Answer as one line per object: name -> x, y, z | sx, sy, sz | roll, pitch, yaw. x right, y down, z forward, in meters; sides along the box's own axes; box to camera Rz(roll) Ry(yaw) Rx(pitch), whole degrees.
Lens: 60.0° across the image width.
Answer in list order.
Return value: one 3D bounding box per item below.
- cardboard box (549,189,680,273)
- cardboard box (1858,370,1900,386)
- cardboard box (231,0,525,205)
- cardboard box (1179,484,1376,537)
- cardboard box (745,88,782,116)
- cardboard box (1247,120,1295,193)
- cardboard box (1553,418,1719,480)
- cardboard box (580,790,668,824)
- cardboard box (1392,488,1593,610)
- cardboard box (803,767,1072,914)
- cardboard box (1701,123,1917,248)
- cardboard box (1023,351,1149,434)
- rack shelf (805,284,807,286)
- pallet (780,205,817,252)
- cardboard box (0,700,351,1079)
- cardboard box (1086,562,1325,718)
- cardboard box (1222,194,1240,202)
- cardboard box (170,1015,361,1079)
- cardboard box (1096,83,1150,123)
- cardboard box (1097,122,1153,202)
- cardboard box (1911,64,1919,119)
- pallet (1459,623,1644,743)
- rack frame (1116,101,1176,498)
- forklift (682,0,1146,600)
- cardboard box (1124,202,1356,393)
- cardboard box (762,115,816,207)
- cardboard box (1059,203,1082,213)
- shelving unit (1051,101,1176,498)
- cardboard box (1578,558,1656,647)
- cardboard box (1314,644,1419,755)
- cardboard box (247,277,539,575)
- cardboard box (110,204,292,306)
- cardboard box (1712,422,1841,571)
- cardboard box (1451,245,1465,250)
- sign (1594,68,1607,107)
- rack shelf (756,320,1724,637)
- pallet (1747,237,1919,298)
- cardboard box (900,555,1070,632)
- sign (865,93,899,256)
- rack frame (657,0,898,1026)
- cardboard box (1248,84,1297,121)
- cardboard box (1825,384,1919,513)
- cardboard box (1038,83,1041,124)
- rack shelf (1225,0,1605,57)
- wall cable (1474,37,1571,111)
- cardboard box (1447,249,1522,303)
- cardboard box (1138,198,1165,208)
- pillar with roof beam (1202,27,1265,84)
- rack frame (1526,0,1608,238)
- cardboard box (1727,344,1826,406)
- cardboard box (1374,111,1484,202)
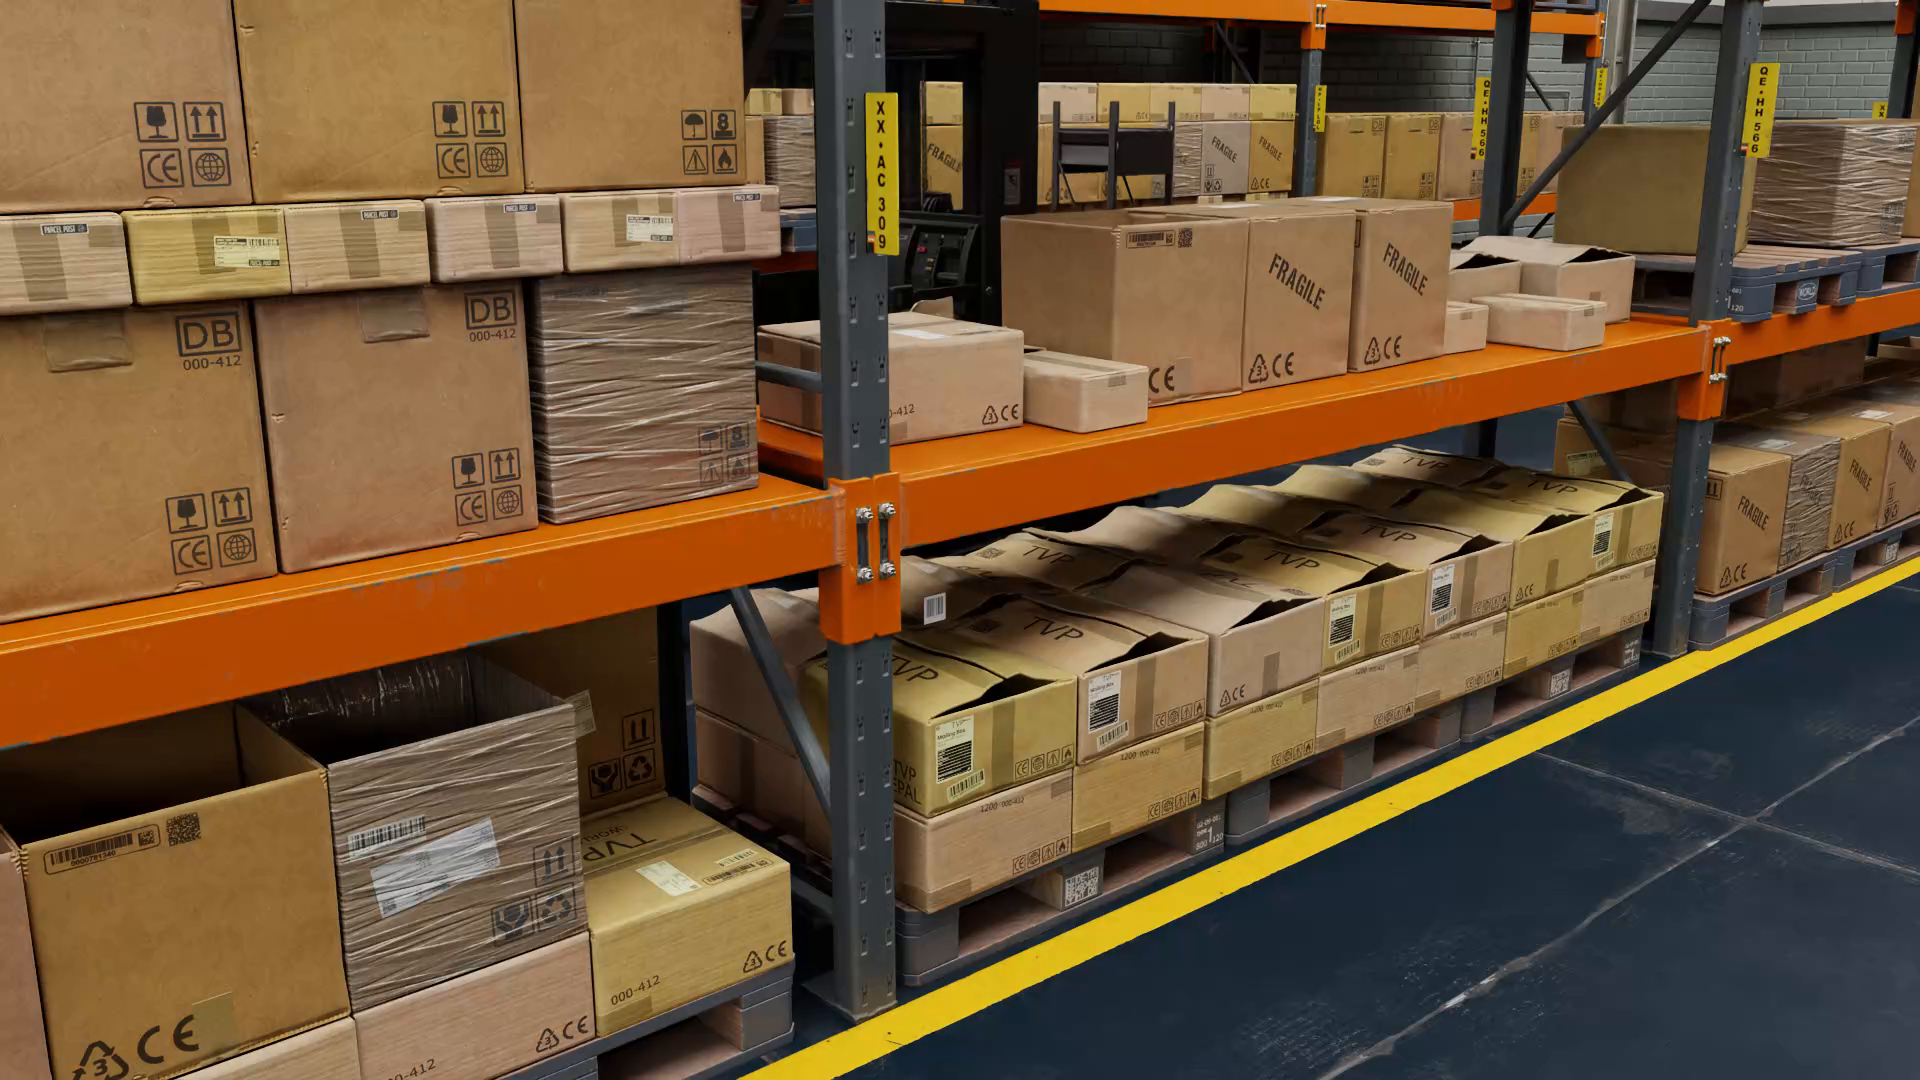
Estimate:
cardboard box -> -0.778, -0.639, 3.377 | 0.250, 0.149, 0.380 | -13, 20, -41
cardboard box -> 4.589, -0.639, 8.822 | 0.500, 0.500, 0.500 | -12, 19, -39
cardboard box -> -1.237, -0.919, 3.170 | 0.500, 0.500, 0.700 | -13, 20, -39
cardboard box -> 1.127, -0.021, 5.944 | 0.500, 0.311, 0.500 | -13, 20, -41
cardboard box -> -1.236, -2.500, 9.494 | 0.380, 0.149, 0.250 | 12, 19, 38
cardboard box -> 2.072, -2.800, 12.109 | 0.500, 0.500, 0.500 | -13, 20, -40
cardboard box -> 3.043, -0.293, 7.525 | 0.500, 0.500, 0.500 | -12, 19, -37
cardboard box -> -1.075, 0.739, 4.185 | 0.500, 0.250, 0.500 | -13, 19, -39
cardboard box -> 1.871, -0.003, 5.877 | 0.500, 0.311, 0.500 | -13, 20, -40
cardboard box -> -0.059, 0.699, 4.334 | 0.500, 0.250, 0.500 | -13, 20, -41
cardboard box -> 3.708, -1.581, 7.350 | 0.500, 0.500, 0.700 | -9, 17, -29
cardboard box -> 0.277, -0.395, 4.403 | 0.250, 0.149, 0.380 | -13, 19, -39
rack shelf -> 0.746, -2.039, 11.464 | 4.000, 0.370, 1.077 | -13, 19, -39
pallet -> -1.230, -1.813, 9.598 | 1.003, 0.211, 1.213 | -13, 19, -39
cardboard box -> -1.492, 0.646, 3.080 | 0.500, 0.500, 0.500 | -13, 19, -39
cardboard box -> 0.720, 0.255, 4.910 | 0.500, 0.311, 0.500 | -14, 20, -41
cardboard box -> 1.786, -2.419, 11.940 | 0.250, 0.149, 0.380 | -12, 19, -38
cardboard box -> -1.483, 1.011, 3.167 | 0.500, 0.250, 0.500 | -13, 19, -39
cardboard box -> 0.910, -2.903, 11.042 | 0.500, 0.250, 0.500 | -13, 20, -40
cardboard box -> 0.936, -2.542, 11.146 | 0.500, 0.500, 0.500 | -12, 19, -38
cardboard box -> 5.721, -2.429, 9.399 | 0.500, 0.500, 0.500 | -13, 19, -39
pallet -> 1.845, 0.395, 6.361 | 1.213, 0.211, 1.003 | -13, 19, -39
rack frame -> 0.958, -1.280, 8.973 | 0.400, 2.100, 0.015 | 14, 20, 42
forklift -> -0.426, -1.299, 7.432 | 1.130, 2.935, 3.031 | 14, 20, 41
cardboard box -> 0.840, -0.755, 5.072 | 0.500, 0.500, 0.500 | -13, 19, -39
cardboard box -> -1.111, -2.227, 9.728 | 0.700, 0.500, 0.500 | 13, 20, 40
cardboard box -> 0.590, -2.170, 11.009 | 0.250, 0.149, 0.380 | -12, 19, -39
shelving unit -> 0.790, -1.236, 8.801 | 0.431, 2.100, 0.503 | 14, 20, 42
cardboard box -> 2.255, 0.178, 6.284 | 0.500, 0.250, 0.500 | -12, 19, -38
cardboard box -> 1.101, 0.439, 5.309 | 0.500, 0.250, 0.500 | -12, 19, -38
cardboard box -> -1.250, -0.287, 3.320 | 0.500, 0.500, 0.700 | -13, 20, -40
cardboard box -> -1.359, -0.508, 2.889 | 0.250, 0.149, 0.380 | -13, 20, -40
cardboard box -> 3.414, -0.200, 7.177 | 0.500, 0.500, 0.500 | -14, 20, -41
cardboard box -> 4.202, -2.505, 14.589 | 0.250, 0.149, 0.380 | -12, 19, -39
sign -> 5.618, -3.969, 14.592 | 0.005, 0.325, 0.100 | -13, 19, -39
rack shelf -> 0.983, -0.397, 5.319 | 4.000, 0.370, 1.077 | -13, 19, -39
pallet -> 3.956, -1.321, 7.756 | 1.213, 0.211, 1.003 | -13, 19, -39
cardboard box -> -0.020, 0.235, 4.987 | 0.500, 0.311, 0.500 | -12, 19, -38
sign -> -0.160, -0.755, 3.432 | 0.005, 0.325, 0.100 | -13, 19, -39
rack frame -> -0.526, -0.406, 3.958 | 0.127, 3.000, 1.000 | -13, 19, -39
cardboard box -> 2.070, -3.160, 12.006 | 0.500, 0.250, 0.500 | -12, 19, -38
cardboard box -> 4.568, -0.460, 8.150 | 0.500, 0.500, 0.500 | -12, 19, -39
cardboard box -> 0.154, -2.729, 10.394 | 0.500, 0.250, 0.500 | -13, 20, -40
rack shelf -> 3.764, -4.166, 13.614 | 4.000, 0.370, 1.077 | -13, 19, -39
wall cable -> 5.617, -4.295, 16.547 | 1.851, 1.984, 0.084 | -13, 19, -39
cardboard box -> 1.690, -0.927, 6.080 | 0.500, 0.311, 0.500 | -13, 20, -40
cardboard box -> 1.198, -2.294, 11.475 | 0.250, 0.149, 0.380 | -13, 20, -41
pillar with roof beam -> 5.041, -5.072, 9.802 | 0.400, 9.000, 9.100 | -13, 19, -39
rack frame -> 5.272, -3.403, 15.176 | 0.127, 3.000, 1.000 | -13, 19, -39
cardboard box -> 3.852, -0.840, 8.119 | 0.500, 0.250, 0.500 | -13, 20, -40
cardboard box -> 3.771, -3.207, 13.861 | 0.700, 0.700, 0.980 | -14, 20, -42
